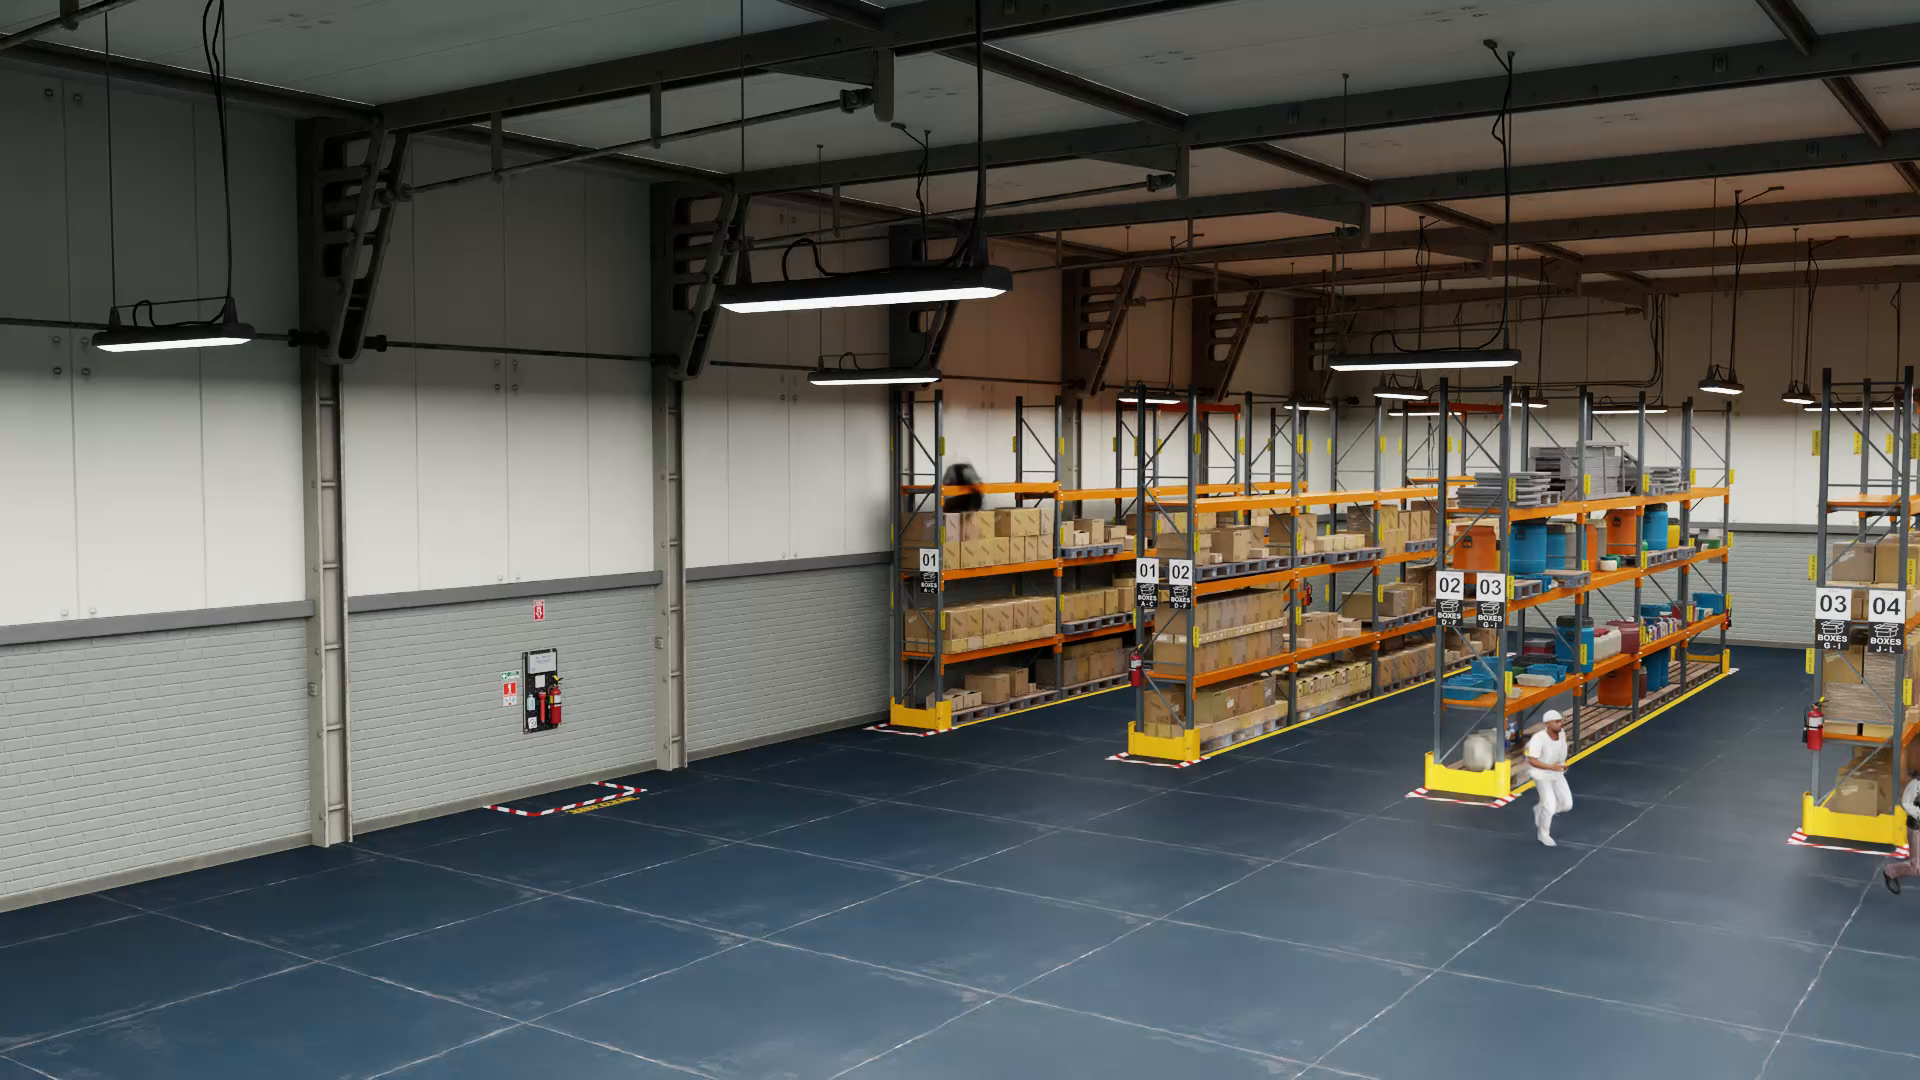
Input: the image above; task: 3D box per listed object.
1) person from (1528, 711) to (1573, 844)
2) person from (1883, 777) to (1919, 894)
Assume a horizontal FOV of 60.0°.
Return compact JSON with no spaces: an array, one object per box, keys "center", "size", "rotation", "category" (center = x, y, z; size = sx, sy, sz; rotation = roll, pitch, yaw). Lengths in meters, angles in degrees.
[{"center":[7.441,2.978,20.851],"size":[0.749,1.711,0.650],"rotation":[-2,4,-27],"category":"person"},{"center":[10.379,3.146,17.870],"size":[0.682,1.716,0.967],"rotation":[-1,3,-16],"category":"person"}]
